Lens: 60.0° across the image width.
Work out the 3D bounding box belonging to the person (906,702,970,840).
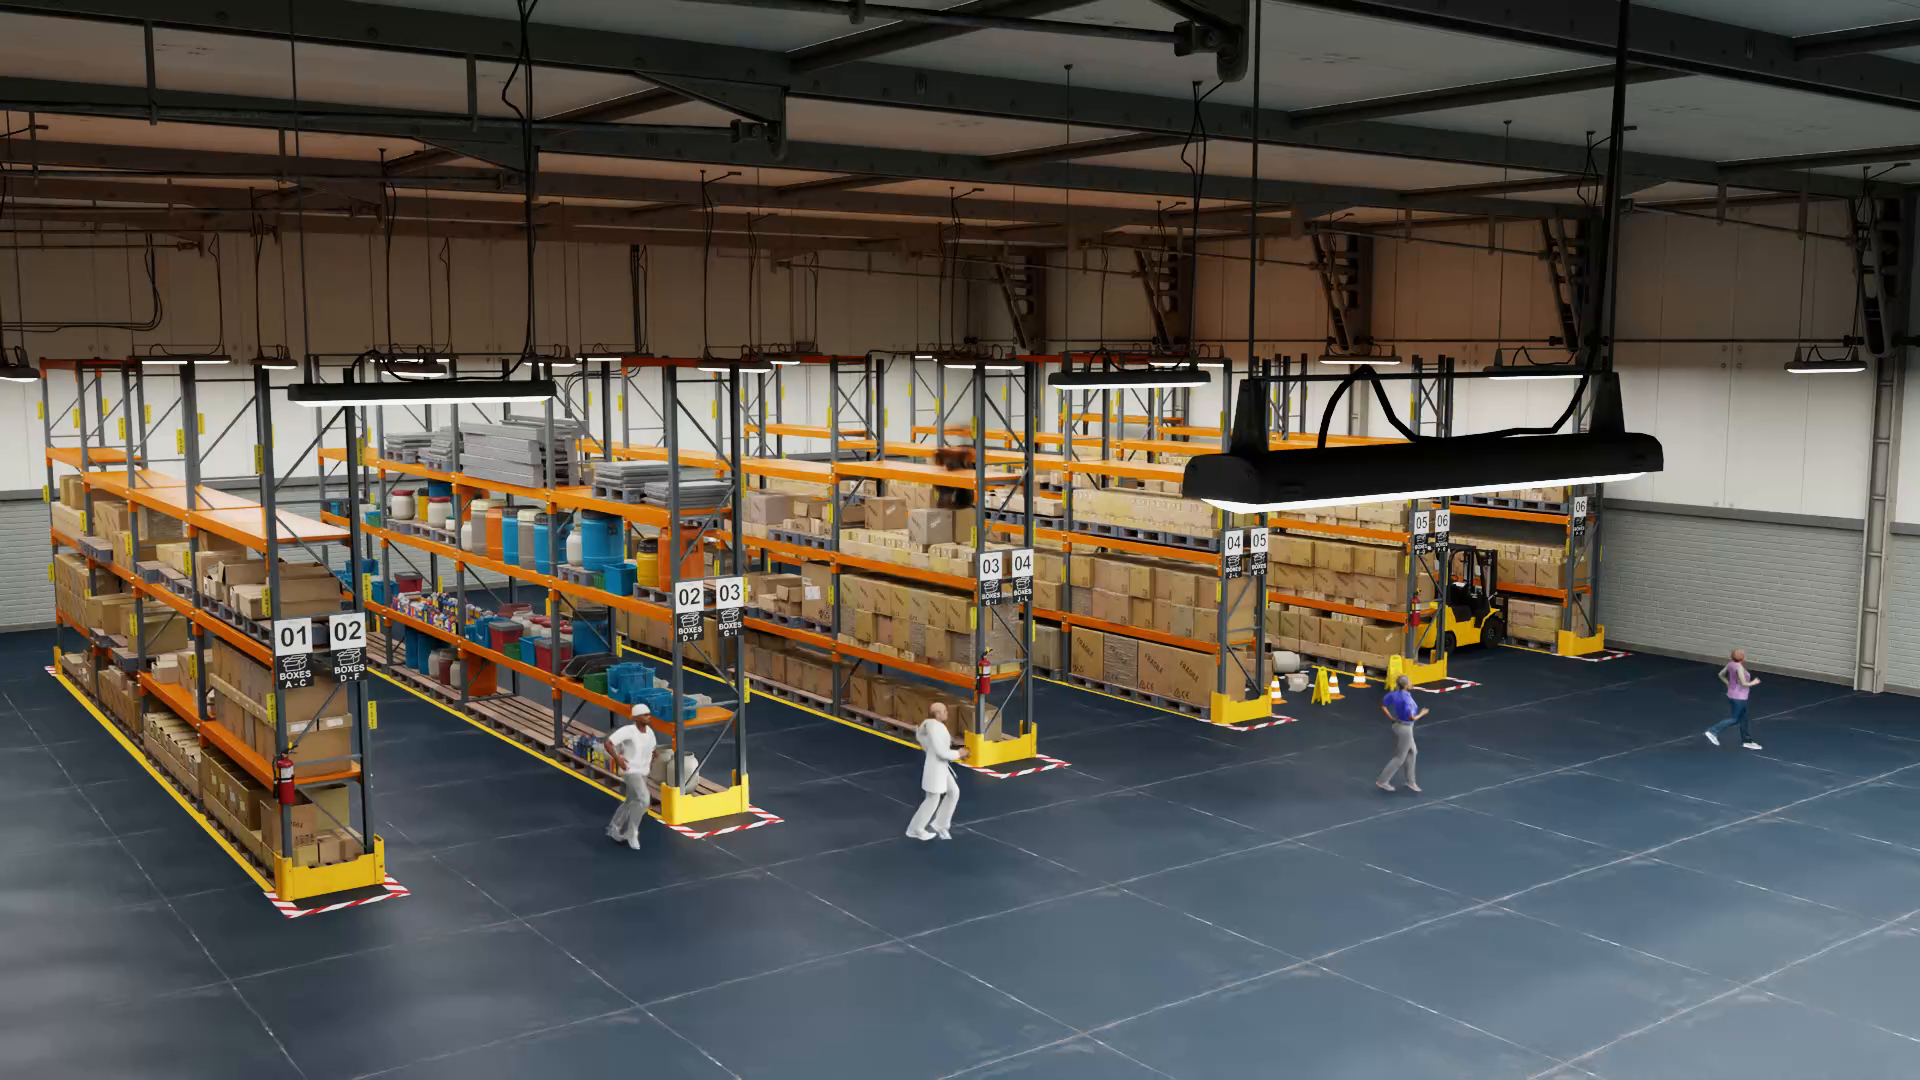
[{"bbox_3d":[-0.283,2.957,21.011,0.811,1.858,0.740,0,7,-1],"label":"person"}]

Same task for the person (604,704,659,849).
[{"bbox_3d":[-4.114,2.964,21.044,0.662,1.804,0.693,2,7,20],"label":"person"}]

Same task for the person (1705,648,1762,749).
[{"bbox_3d":[11.981,2.462,25.682,0.879,1.563,0.544,1,7,8],"label":"person"}]

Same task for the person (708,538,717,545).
[{"bbox_3d":[-5.929,0.776,39.179,0.750,1.719,0.677,-1,7,-6],"label":"person"}]

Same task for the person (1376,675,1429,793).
[{"bbox_3d":[6.165,2.726,23.211,0.742,1.713,0.560,-1,7,-7],"label":"person"}]
